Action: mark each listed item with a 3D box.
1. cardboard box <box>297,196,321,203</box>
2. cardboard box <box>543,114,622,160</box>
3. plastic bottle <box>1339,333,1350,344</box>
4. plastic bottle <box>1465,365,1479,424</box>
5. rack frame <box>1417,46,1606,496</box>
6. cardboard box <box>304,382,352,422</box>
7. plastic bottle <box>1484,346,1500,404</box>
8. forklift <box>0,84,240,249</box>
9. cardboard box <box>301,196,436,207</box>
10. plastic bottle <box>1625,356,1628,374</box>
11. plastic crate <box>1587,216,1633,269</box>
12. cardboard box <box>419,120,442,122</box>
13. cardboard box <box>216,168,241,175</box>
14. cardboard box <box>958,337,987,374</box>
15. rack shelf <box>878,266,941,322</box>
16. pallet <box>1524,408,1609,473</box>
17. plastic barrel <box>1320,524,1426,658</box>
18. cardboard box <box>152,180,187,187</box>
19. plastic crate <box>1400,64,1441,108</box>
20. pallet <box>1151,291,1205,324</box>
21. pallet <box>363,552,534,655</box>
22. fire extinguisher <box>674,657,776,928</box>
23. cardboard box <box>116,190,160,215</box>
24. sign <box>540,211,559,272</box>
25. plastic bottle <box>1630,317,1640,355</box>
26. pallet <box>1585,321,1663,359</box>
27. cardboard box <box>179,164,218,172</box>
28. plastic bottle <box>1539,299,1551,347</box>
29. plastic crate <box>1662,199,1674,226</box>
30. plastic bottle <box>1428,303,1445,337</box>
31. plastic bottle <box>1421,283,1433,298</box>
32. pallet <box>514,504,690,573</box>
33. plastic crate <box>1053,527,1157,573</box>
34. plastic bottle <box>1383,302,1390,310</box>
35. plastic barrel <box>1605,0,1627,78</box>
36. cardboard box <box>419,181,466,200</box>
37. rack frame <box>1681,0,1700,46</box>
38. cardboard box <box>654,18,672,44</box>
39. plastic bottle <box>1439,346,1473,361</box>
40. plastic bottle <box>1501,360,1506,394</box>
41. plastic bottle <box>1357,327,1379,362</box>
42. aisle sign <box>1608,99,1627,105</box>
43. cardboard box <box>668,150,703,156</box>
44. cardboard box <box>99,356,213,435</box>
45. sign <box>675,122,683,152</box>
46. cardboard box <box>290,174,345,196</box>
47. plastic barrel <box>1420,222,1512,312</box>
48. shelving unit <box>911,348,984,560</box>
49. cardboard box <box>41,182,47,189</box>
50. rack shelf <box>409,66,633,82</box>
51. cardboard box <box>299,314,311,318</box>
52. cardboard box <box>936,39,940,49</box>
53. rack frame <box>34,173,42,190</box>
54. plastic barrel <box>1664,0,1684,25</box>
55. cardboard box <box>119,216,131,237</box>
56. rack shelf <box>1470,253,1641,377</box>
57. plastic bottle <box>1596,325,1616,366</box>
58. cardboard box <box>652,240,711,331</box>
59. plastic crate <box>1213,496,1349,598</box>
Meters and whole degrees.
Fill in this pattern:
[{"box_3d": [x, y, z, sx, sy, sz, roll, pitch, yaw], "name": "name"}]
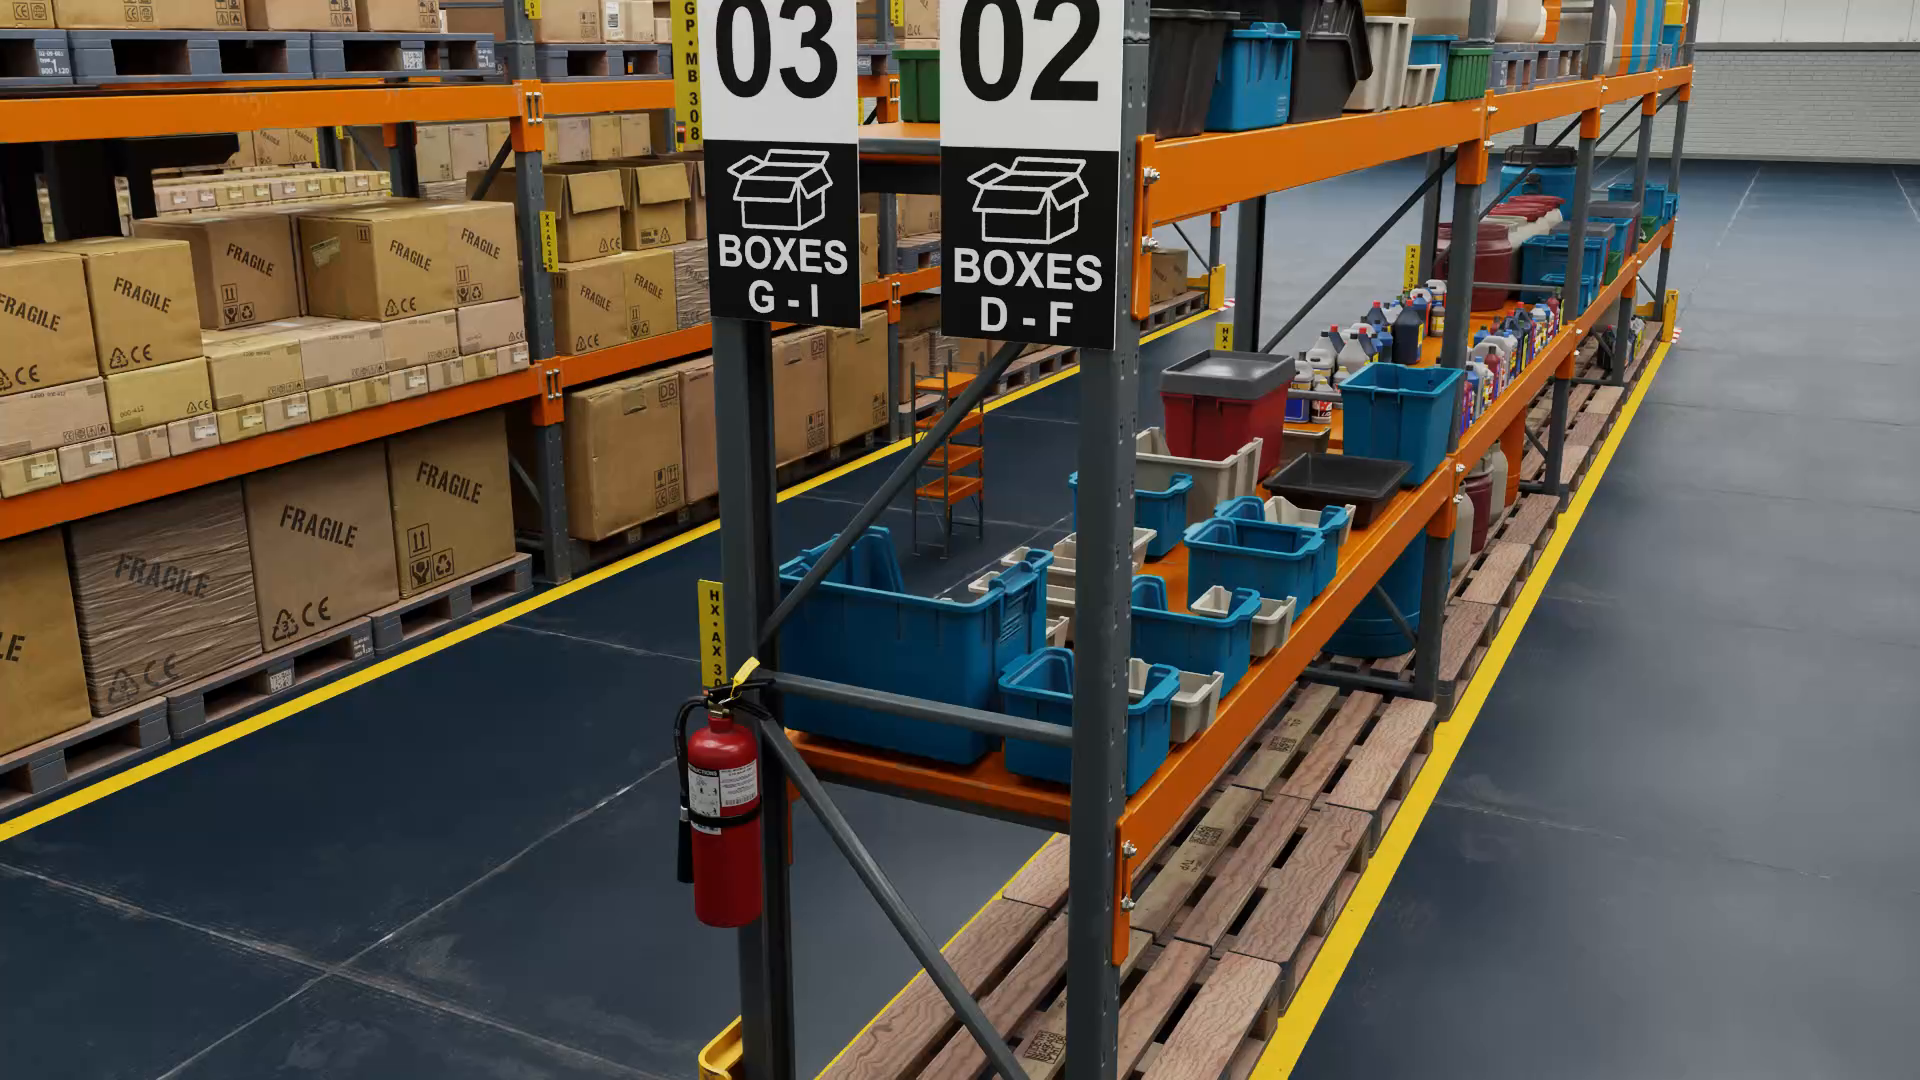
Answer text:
[{"box_3d": [-5.504, -2.762, 13.736, 0.380, 0.149, 0.250, 8, 18, 25], "name": "cardboard box"}, {"box_3d": [-4.003, -4.209, 17.495, 0.700, 0.500, 0.500, 8, 18, 24], "name": "cardboard box"}, {"box_3d": [1.966, -0.919, 8.568, 0.152, 0.276, 0.135, 8, 18, 25], "name": "plastic bottle"}, {"box_3d": [2.374, -0.683, 7.783, 0.097, 0.271, 0.097, 0, 17, 0], "name": "plastic bottle"}, {"box_3d": [3.478, -1.634, 10.759, 1.000, 3.000, 0.127, 8, 18, 25], "name": "rack frame"}, {"box_3d": [-3.158, -0.679, 7.982, 0.380, 0.149, 0.250, 8, 18, 24], "name": "cardboard box"}, {"box_3d": [2.633, -0.825, 8.238, 0.061, 0.283, 0.133, 8, 18, 25], "name": "plastic bottle"}, {"box_3d": [-5.031, -1.423, 10.167, 1.130, 2.935, 3.031, 8, 18, 25], "name": "forklift"}, {"box_3d": [-3.184, -1.586, 9.021, 0.500, 0.500, 0.500, 8, 18, 25], "name": "cardboard box"}, {"box_3d": [5.845, -1.574, 14.698, 0.097, 0.201, 0.097, 0, 17, 0], "name": "plastic bottle"}, {"box_3d": [5.050, -2.325, 13.112, 0.392, 0.384, 0.575, 8, 18, 25], "name": "plastic crate"}, {"box_3d": [-7.145, -5.550, 21.489, 0.700, 0.500, 0.500, 8, 18, 24], "name": "cardboard box"}, {"box_3d": [-8.483, -4.201, 19.103, 0.380, 0.149, 0.250, 8, 18, 25], "name": "cardboard box"}, {"box_3d": [-0.188, -1.739, 14.727, 0.700, 0.500, 0.500, 10, 19, 30], "name": "cardboard box"}, {"box_3d": [-0.060, -2.429, 14.698, 1.077, 0.370, 4.000, 8, 18, 25], "name": "rack shelf"}, {"box_3d": [4.405, -0.800, 12.846, 1.003, 0.211, 1.213, 8, 18, 25], "name": "pallet"}, {"box_3d": [1.949, 0.053, 8.027, 0.600, 0.901, 0.708, 8, 18, 25], "name": "plastic barrel"}, {"box_3d": [-6.426, -2.796, 13.329, 0.380, 0.149, 0.250, 8, 18, 25], "name": "cardboard box"}, {"box_3d": [1.462, -1.555, 5.685, 0.293, 0.136, 0.466, 8, 18, 25], "name": "plastic crate"}, {"box_3d": [2.193, -2.744, 19.391, 1.003, 0.211, 1.213, 8, 18, 25], "name": "pallet"}, {"box_3d": [-3.151, 0.275, 9.229, 1.003, 0.211, 1.213, 8, 18, 25], "name": "pallet"}, {"box_3d": [-0.571, 0.600, 4.028, 0.296, 0.674, 0.183, 8, 18, 25], "name": "fire extinguisher"}, {"box_3d": [-6.196, -2.510, 12.367, 0.380, 0.149, 0.250, 8, 18, 25], "name": "cardboard box"}, {"box_3d": [-2.244, -1.628, 9.079, 0.100, 0.325, 0.005, 8, 18, 25], "name": "sign"}, {"box_3d": [6.271, -1.904, 15.545, 0.144, 0.351, 0.185, 8, 18, 25], "name": "plastic bottle"}, {"box_3d": [6.693, -2.104, 17.237, 1.003, 0.211, 1.213, 8, 18, 25], "name": "pallet"}, {"box_3d": [-8.723, -4.399, 18.629, 0.500, 0.500, 0.500, 7, 18, 23], "name": "cardboard box"}, {"box_3d": [3.420, -1.280, 9.792, 0.097, 0.271, 0.097, 0, 17, 0], "name": "plastic bottle"}, {"box_3d": [6.801, -3.271, 16.529, 0.499, 0.251, 0.408, 8, 18, 25], "name": "plastic crate"}, {"box_3d": [2.908, -1.341, 10.120, 0.097, 0.201, 0.097, 0, 17, 0], "name": "plastic bottle"}, {"box_3d": [2.919, -1.478, 10.457, 0.097, 0.271, 0.097, 0, 17, 0], "name": "plastic bottle"}, {"box_3d": [-2.463, -0.115, 10.541, 1.003, 0.211, 1.213, 8, 18, 25], "name": "pallet"}, {"box_3d": [0.466, 0.046, 5.458, 0.298, 0.136, 0.250, 8, 18, 25], "name": "plastic crate"}, {"box_3d": [2.438, -1.221, 9.571, 0.061, 0.283, 0.133, 8, 18, 25], "name": "plastic bottle"}, {"box_3d": [4.039, -3.494, 10.872, 0.600, 0.901, 0.600, 0, 17, 0], "name": "plastic barrel"}, {"box_3d": [-4.903, -3.049, 15.347, 0.500, 0.500, 0.500, 8, 18, 26], "name": "cardboard box"}, {"box_3d": [7.052, -6.548, 16.765, 1.000, 3.000, 0.127, 8, 18, 25], "name": "rack frame"}, {"box_3d": [-1.941, -3.125, 10.212, 0.380, 0.149, 0.250, 7, 18, 23], "name": "cardboard box"}, {"box_3d": [2.515, -0.881, 8.439, 0.152, 0.276, 0.135, 8, 18, 25], "name": "plastic bottle"}, {"box_3d": [2.728, -0.852, 8.472, 0.097, 0.201, 0.097, 0, 17, 0], "name": "plastic bottle"}, {"box_3d": [2.020, -0.896, 8.361, 0.144, 0.351, 0.185, 8, 18, 25], "name": "plastic bottle"}, {"box_3d": [6.822, -4.974, 17.437, 0.394, 0.787, 0.004, 8, 18, 25], "name": "aisle sign"}, {"box_3d": [-1.588, -2.444, 11.546, 0.797, 0.503, 0.637, 9, 19, 27], "name": "cardboard box"}, {"box_3d": [-3.618, -0.646, 7.173, 0.500, 0.250, 0.500, 7, 18, 24], "name": "cardboard box"}, {"box_3d": [-3.068, -4.391, 18.144, 0.100, 0.325, 0.005, 8, 18, 25], "name": "sign"}, {"box_3d": [-5.386, -2.974, 13.927, 0.380, 0.149, 0.250, 9, 19, 27], "name": "cardboard box"}, {"box_3d": [3.414, -1.856, 11.267, 0.600, 0.536, 0.708, 8, 18, 25], "name": "plastic barrel"}, {"box_3d": [-0.074, -0.533, 10.212, 0.258, 1.200, 0.503, 8, 18, 25], "name": "shelving unit"}, {"box_3d": [-9.508, -3.665, 17.300, 0.380, 0.149, 0.250, 7, 18, 22], "name": "cardboard box"}, {"box_3d": [-4.452, -4.524, 16.482, 1.077, 0.370, 4.000, 8, 18, 25], "name": "rack shelf"}, {"box_3d": [-3.412, -1.104, 8.714, 0.500, 0.250, 0.500, 8, 18, 25], "name": "cardboard box"}, {"box_3d": [-0.286, -3.849, 13.209, 0.500, 0.250, 0.500, 9, 19, 27], "name": "cardboard box"}, {"box_3d": [-9.819, -3.525, 17.125, 1.000, 3.000, 0.127, 8, 18, 25], "name": "rack frame"}, {"box_3d": [6.657, -5.095, 16.074, 0.600, 0.588, 0.600, 0, 17, 0], "name": "plastic barrel"}, {"box_3d": [-6.316, -2.300, 12.180, 0.380, 0.149, 0.250, 9, 19, 27], "name": "cardboard box"}, {"box_3d": [4.371, -1.799, 12.576, 1.077, 0.370, 4.000, 8, 18, 25], "name": "rack shelf"}, {"box_3d": [5.868, -1.765, 15.080, 0.144, 0.351, 0.185, 8, 18, 25], "name": "plastic bottle"}, {"box_3d": [-1.864, -1.635, 10.584, 0.500, 0.500, 0.500, 8, 18, 24], "name": "cardboard box"}, {"box_3d": [1.030, 0.022, 5.371, 0.416, 0.233, 0.300, 8, 18, 25], "name": "plastic crate"}]
